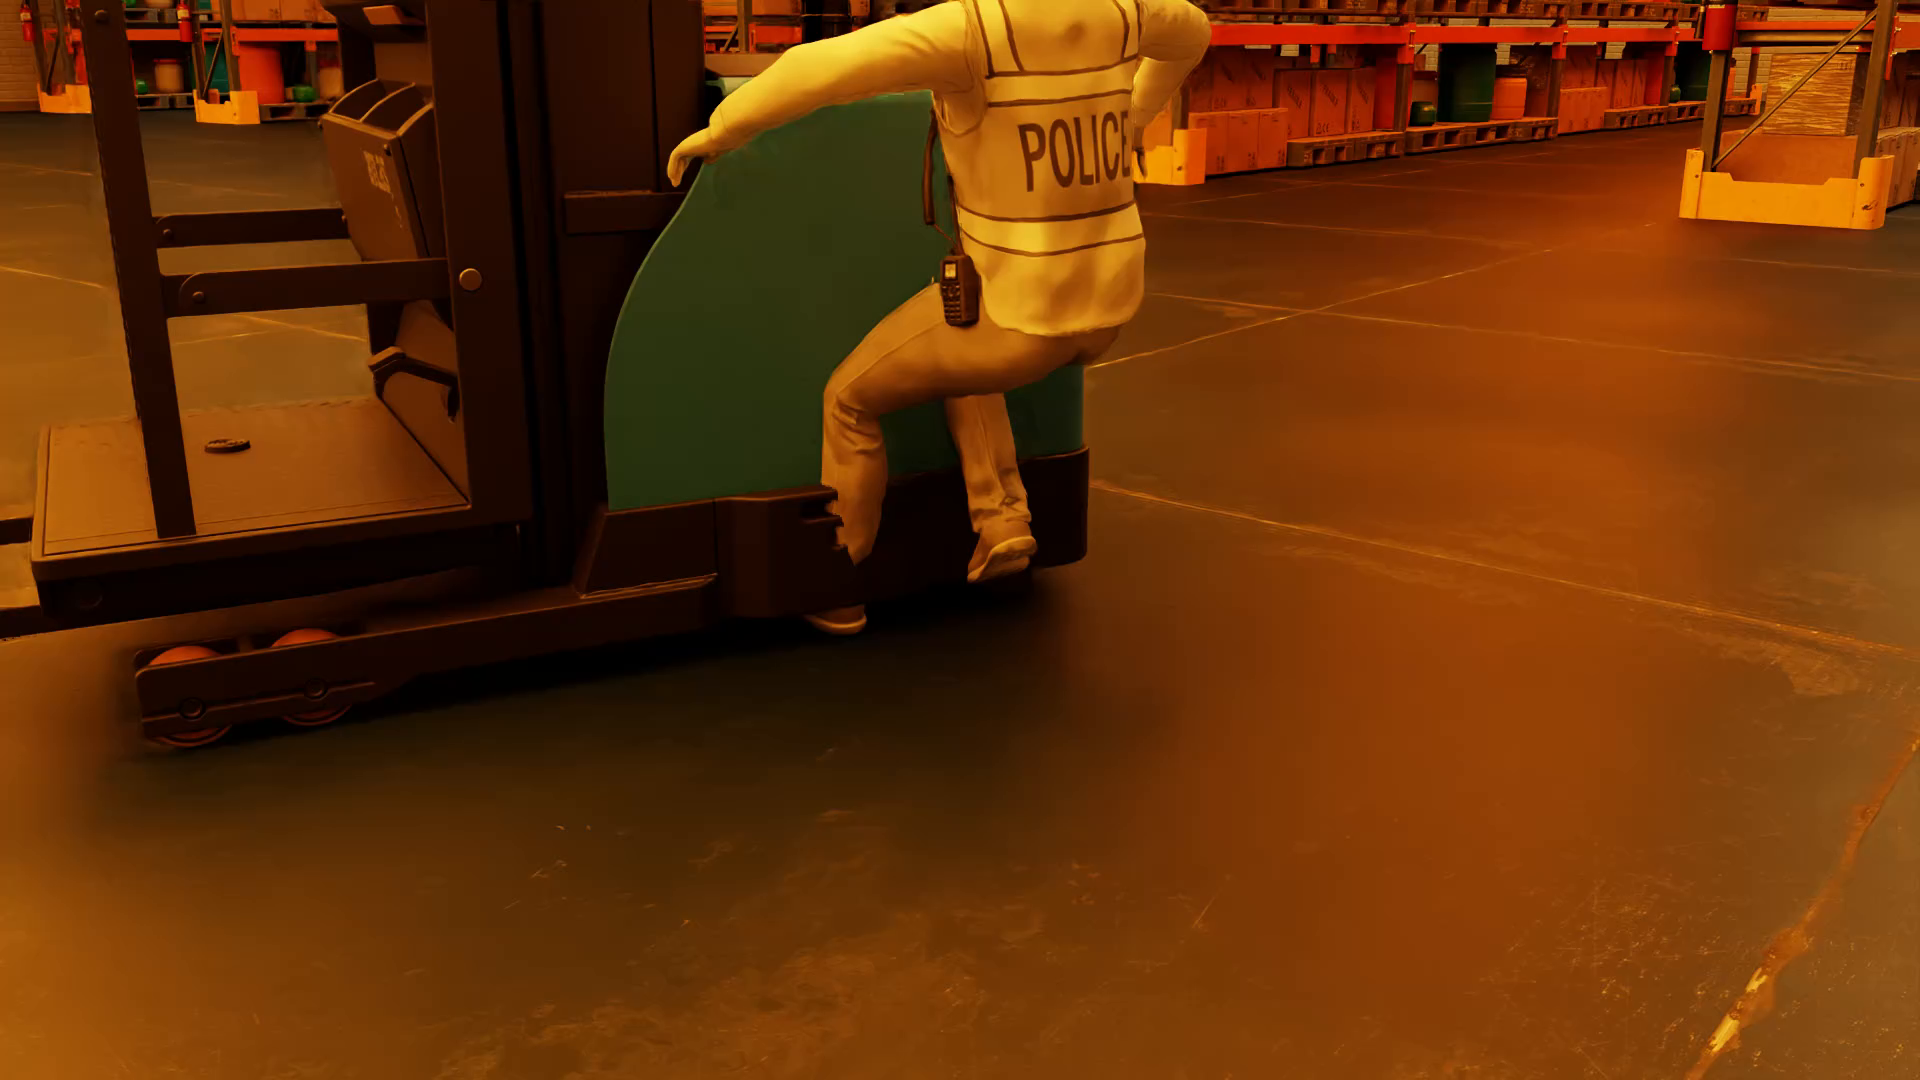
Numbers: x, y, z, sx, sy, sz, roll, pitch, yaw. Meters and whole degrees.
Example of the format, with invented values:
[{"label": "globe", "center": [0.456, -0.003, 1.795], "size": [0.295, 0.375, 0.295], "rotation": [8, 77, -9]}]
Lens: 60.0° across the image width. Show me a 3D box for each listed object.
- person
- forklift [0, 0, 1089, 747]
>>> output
[{"label": "person", "center": [-0.031, -0.530, 3.109], "size": [1.028, 1.488, 0.772], "rotation": [-14, 22, -38]}, {"label": "forklift", "center": [-1.276, -1.229, 2.946], "size": [3.031, 2.935, 1.130], "rotation": [-8, 19, -26]}]
